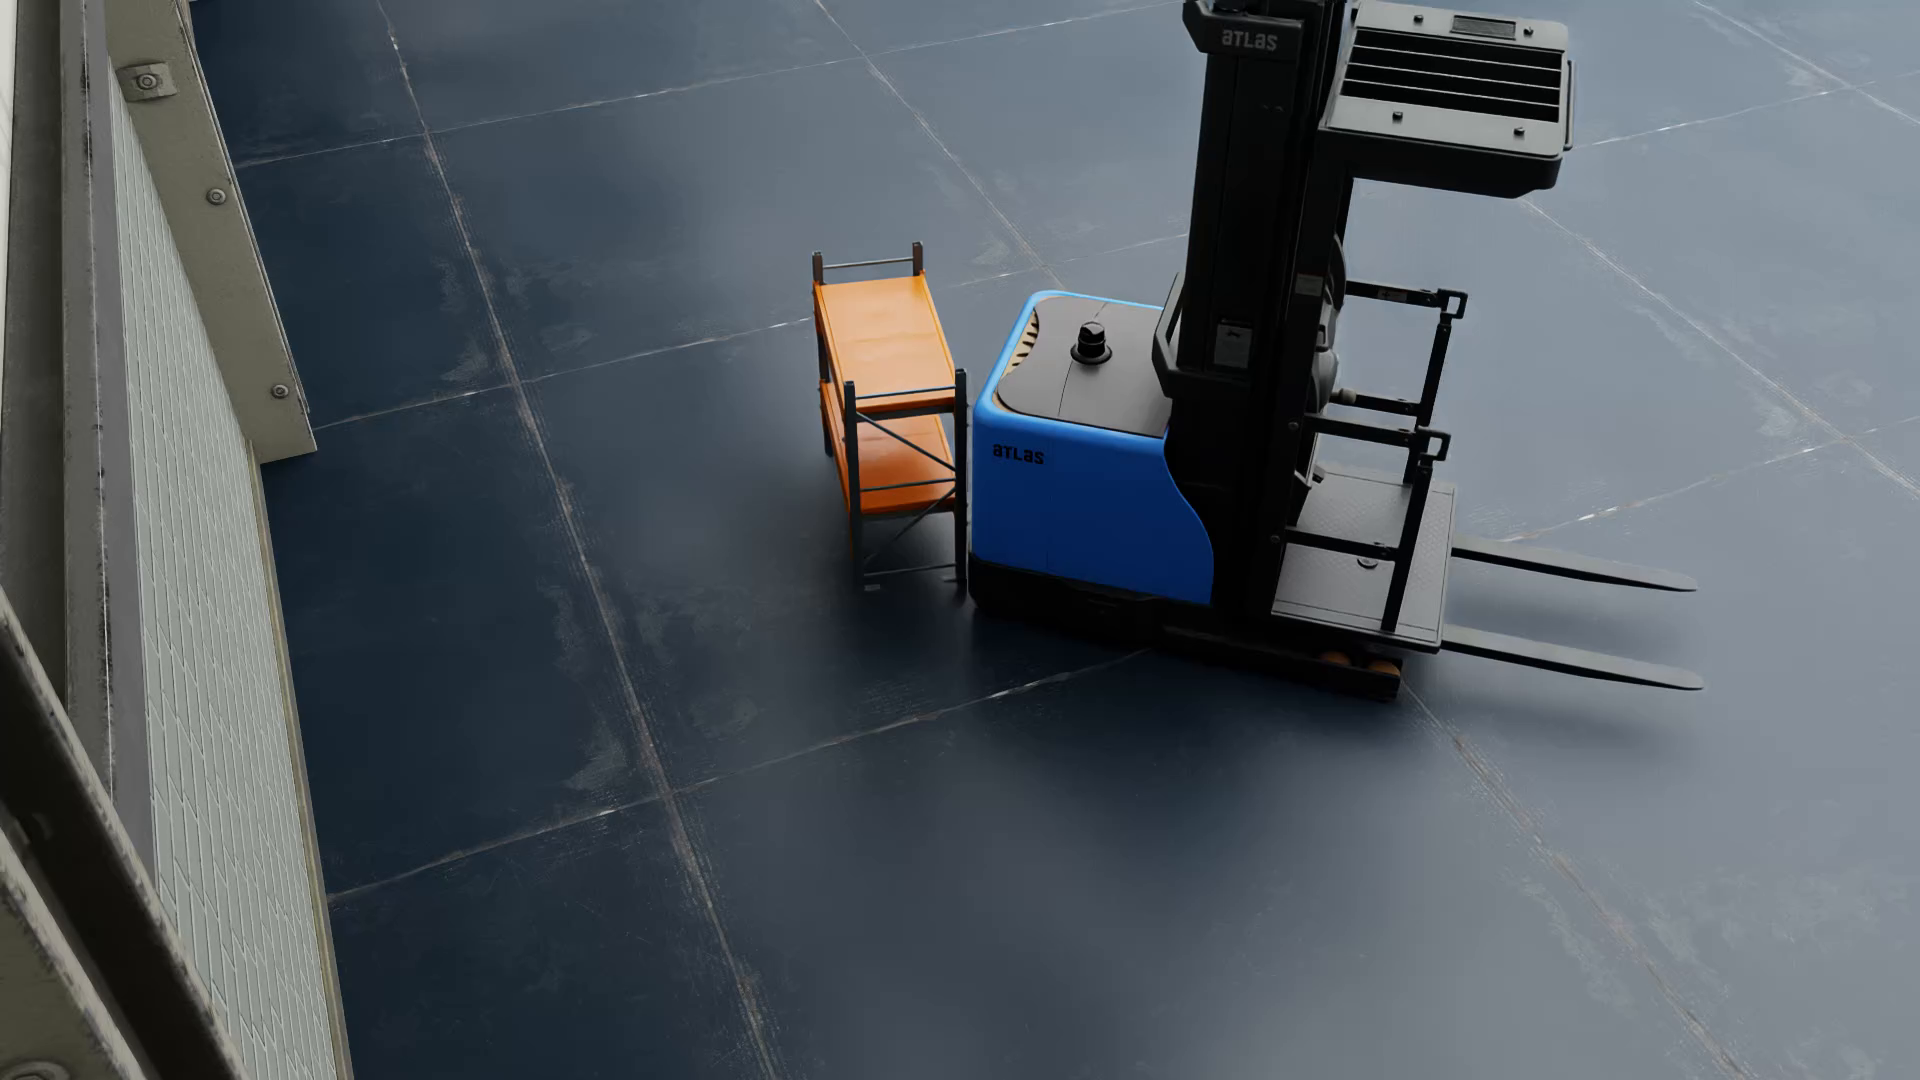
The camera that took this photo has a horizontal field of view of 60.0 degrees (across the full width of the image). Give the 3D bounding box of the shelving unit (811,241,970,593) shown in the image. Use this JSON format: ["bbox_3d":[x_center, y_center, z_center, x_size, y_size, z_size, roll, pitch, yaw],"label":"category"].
[{"bbox_3d":[-0.318,-0.558,7.455,0.538,1.125,1.048,-7,41,-8],"label":"shelving unit"}]

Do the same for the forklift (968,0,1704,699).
[{"bbox_3d":[1.611,-0.839,6.396,3.031,2.935,1.130,11,42,12],"label":"forklift"}]

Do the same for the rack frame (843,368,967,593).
[{"bbox_3d":[-0.221,-0.233,7.077,0.500,1.125,0.032,-7,41,-8],"label":"rack frame"}]

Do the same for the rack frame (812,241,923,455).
[{"bbox_3d":[-0.415,-0.884,7.834,0.500,1.125,0.032,-7,41,-8],"label":"rack frame"}]

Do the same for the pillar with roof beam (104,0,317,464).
[{"bbox_3d":[0.597,-5.005,6.588,9.100,9.000,0.400,-15,43,-17],"label":"pillar with roof beam"}]

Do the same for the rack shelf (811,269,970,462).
[{"bbox_3d":[-0.318,-0.780,7.264,0.538,0.278,1.000,-7,41,-8],"label":"rack shelf"}]

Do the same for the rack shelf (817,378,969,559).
[{"bbox_3d":[-0.318,-0.373,7.615,0.538,0.278,1.000,-7,41,-8],"label":"rack shelf"}]
